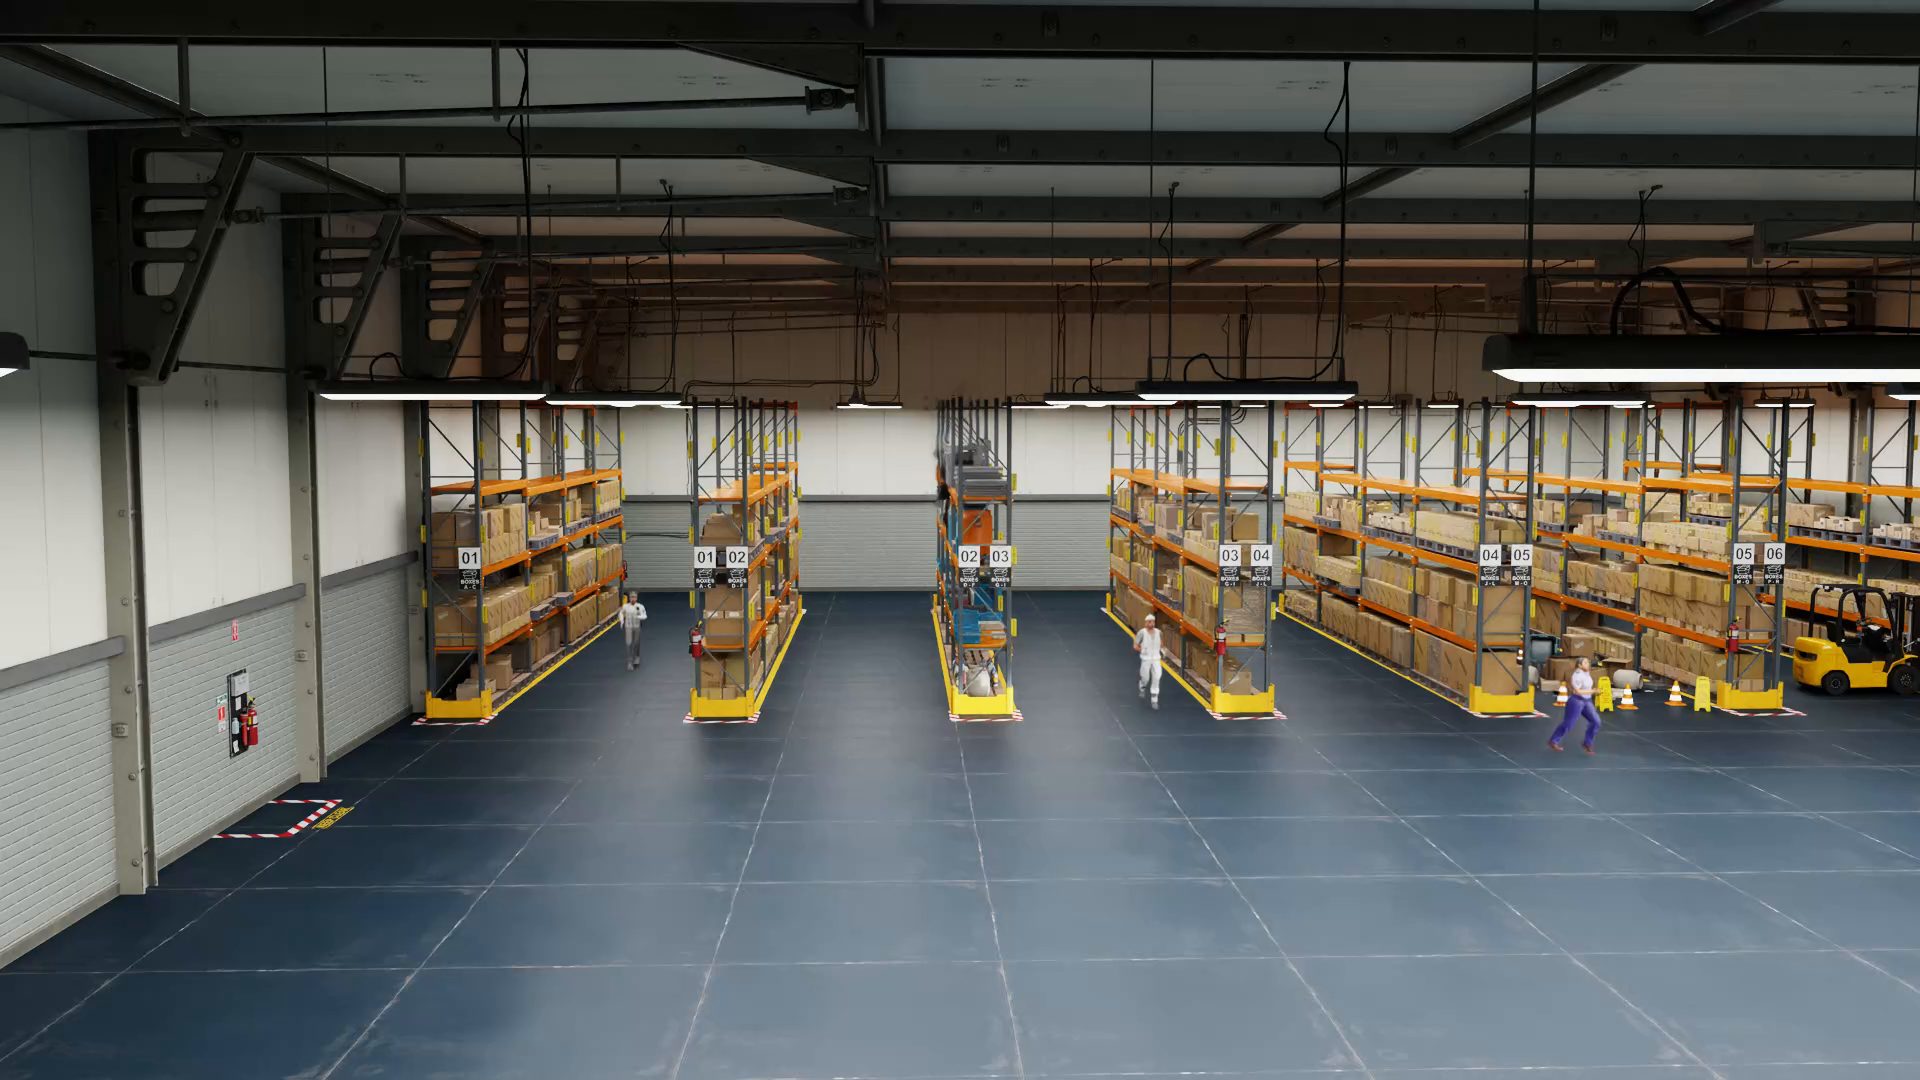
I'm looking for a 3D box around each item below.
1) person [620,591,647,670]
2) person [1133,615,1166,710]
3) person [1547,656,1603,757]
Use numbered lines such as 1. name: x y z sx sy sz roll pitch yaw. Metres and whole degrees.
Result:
1. person: -7.293 1.985 37.131 0.599 1.708 0.860 -1 4 -10
2. person: 3.678 2.334 32.267 0.666 1.789 0.951 -1 4 -10
3. person: 10.300 2.770 27.736 0.611 1.689 0.871 -4 6 -44
